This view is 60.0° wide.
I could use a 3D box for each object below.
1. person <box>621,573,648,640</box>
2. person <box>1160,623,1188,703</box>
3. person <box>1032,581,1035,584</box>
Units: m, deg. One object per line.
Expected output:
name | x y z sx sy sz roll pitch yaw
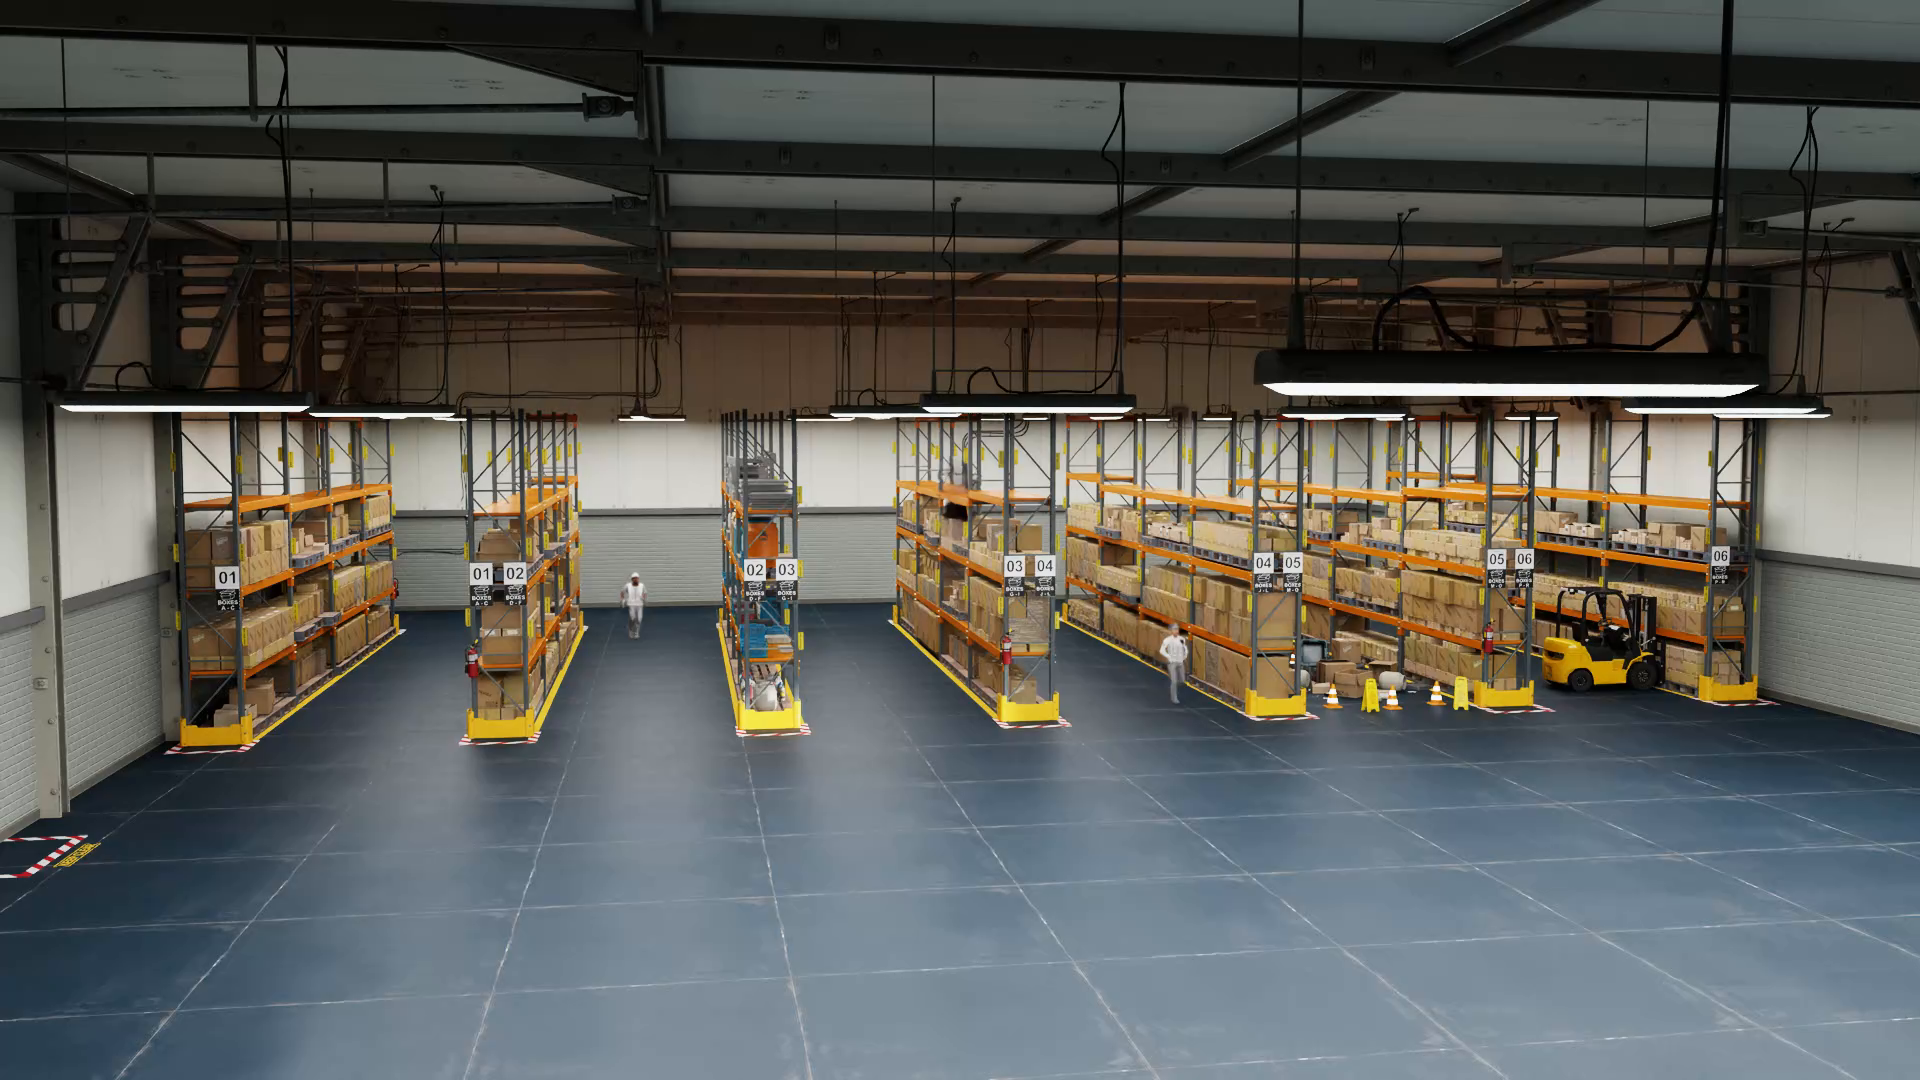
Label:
person | -8.603 1.759 44.073 0.666 1.760 0.674 -2 4 -22
person | 4.415 2.514 34.176 0.611 1.648 0.576 -1 4 -13
person | 2.241 1.672 46.227 0.661 1.683 0.597 -1 4 -15
